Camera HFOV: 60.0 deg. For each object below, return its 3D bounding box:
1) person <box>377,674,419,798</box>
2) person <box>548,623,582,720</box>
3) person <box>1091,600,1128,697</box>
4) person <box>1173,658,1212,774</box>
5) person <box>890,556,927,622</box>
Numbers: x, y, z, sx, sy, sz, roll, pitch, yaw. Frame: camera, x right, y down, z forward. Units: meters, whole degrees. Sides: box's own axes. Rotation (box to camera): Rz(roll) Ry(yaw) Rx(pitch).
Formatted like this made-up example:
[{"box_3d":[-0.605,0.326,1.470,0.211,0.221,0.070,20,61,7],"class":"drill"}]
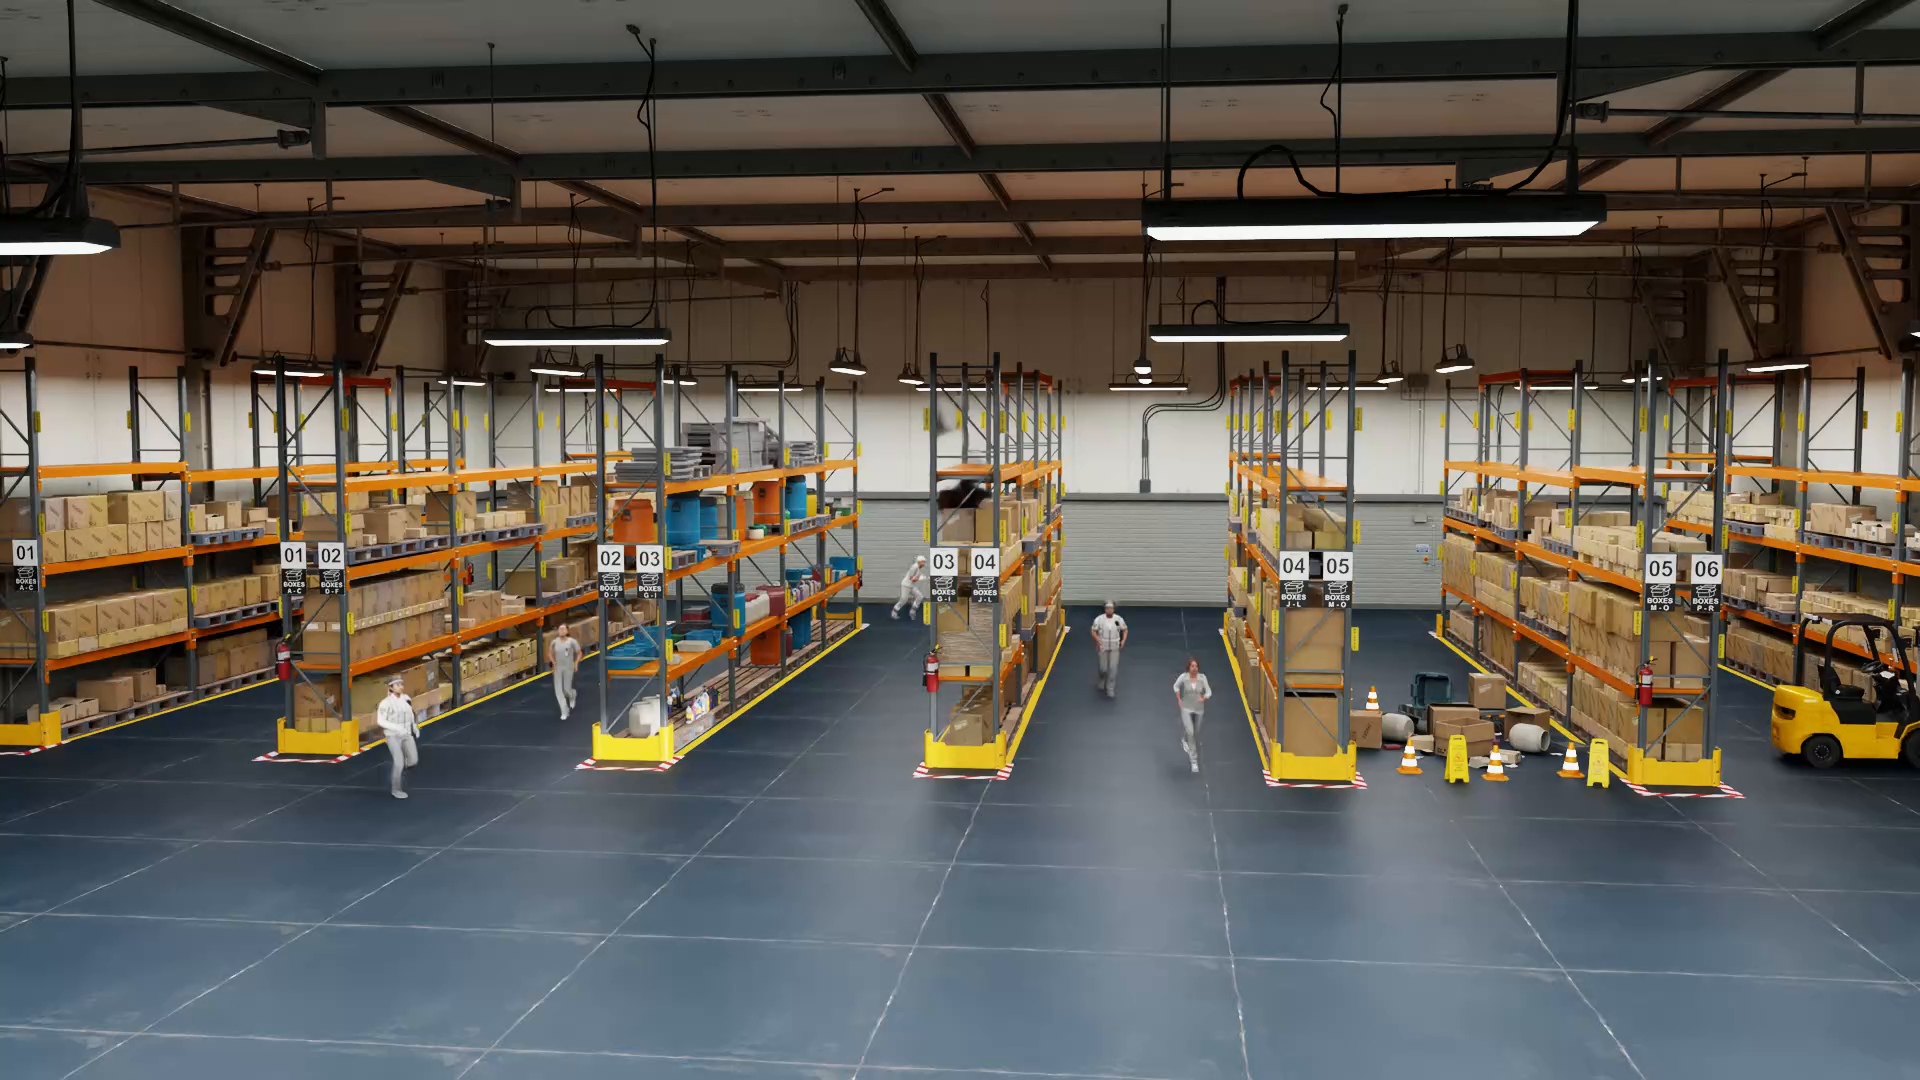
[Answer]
[{"box_3d":[-7.480,2.614,22.207,0.548,1.658,0.612,3,5,37],"class":"person"},{"box_3d":[-6.698,2.207,28.167,0.565,1.630,0.572,0,4,1],"class":"person"},{"box_3d":[2.759,1.971,30.629,0.686,1.764,0.631,0,4,1],"class":"person"},{"box_3d":[3.381,2.512,24.172,0.496,1.620,1.005,-1,4,-9],"class":"person"},{"box_3d":[-1.266,1.227,41.849,0.996,1.694,0.705,1,4,16],"class":"person"}]
